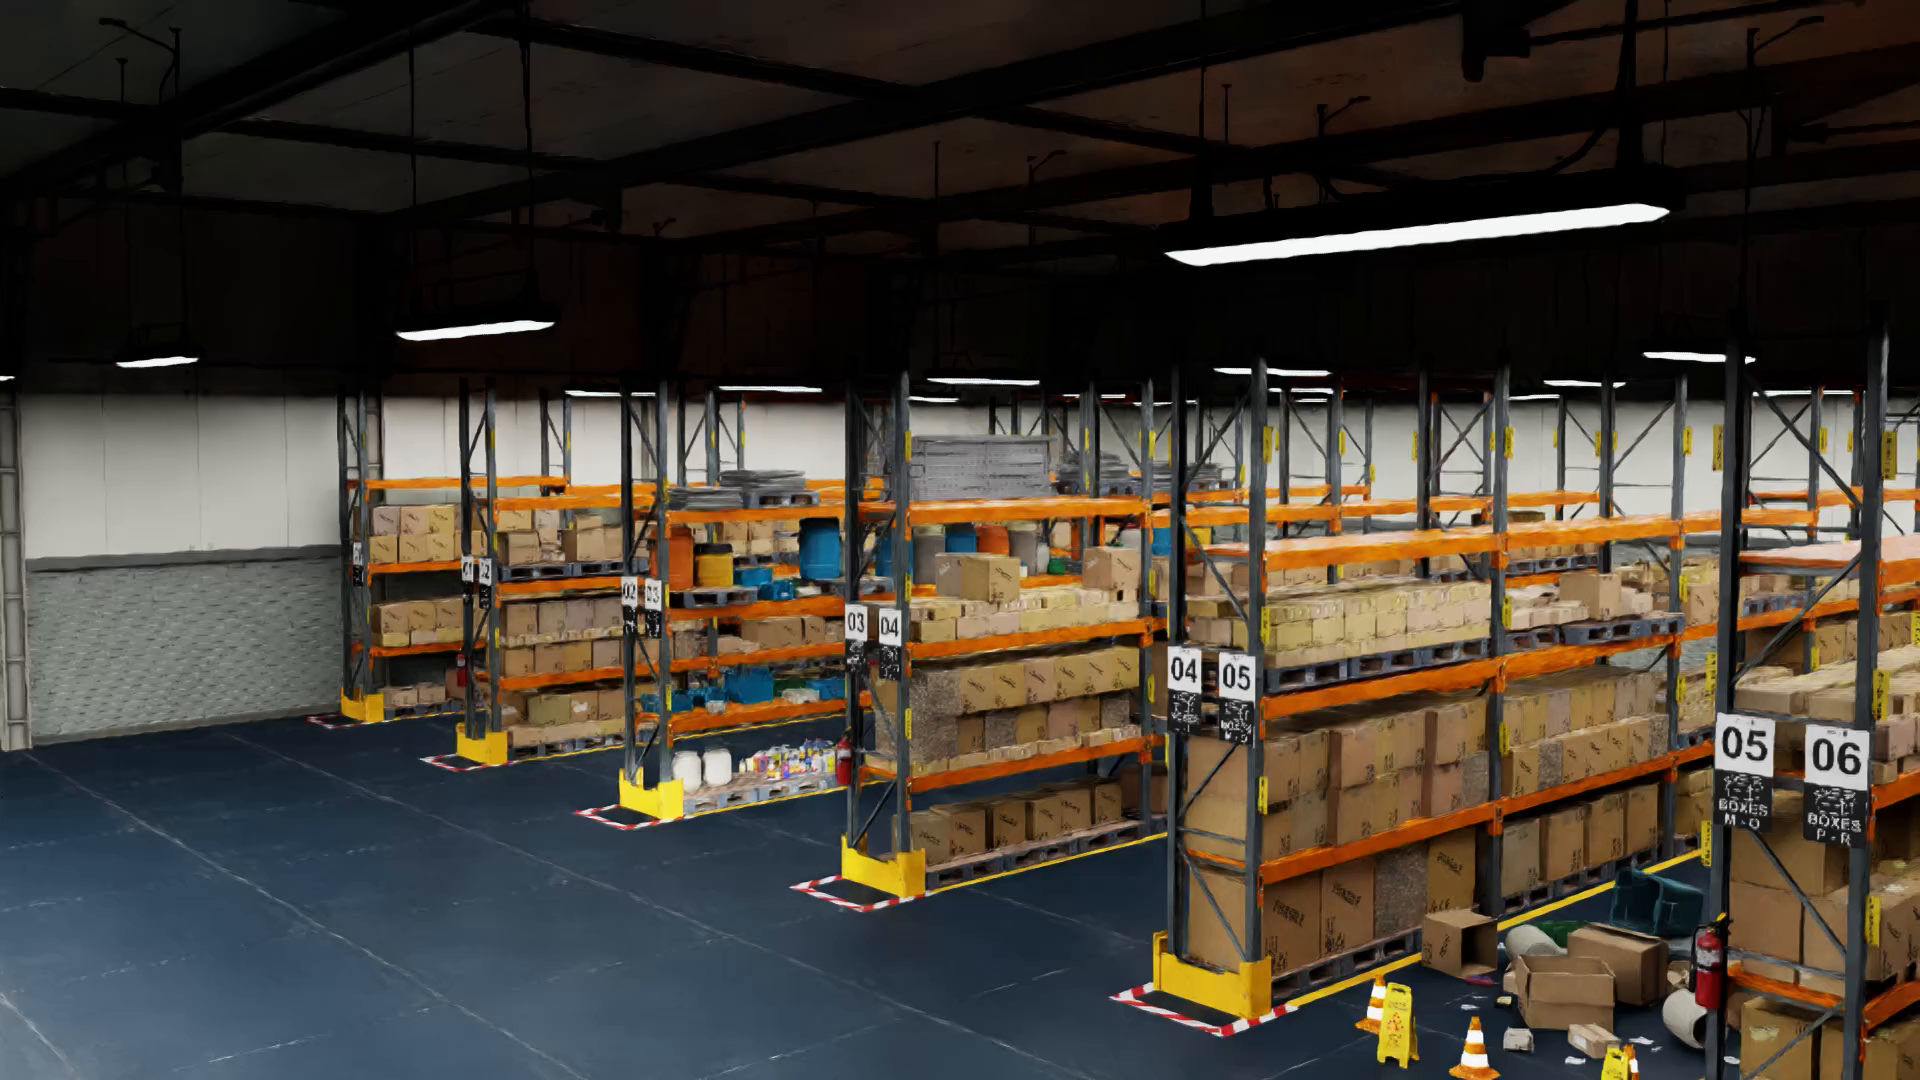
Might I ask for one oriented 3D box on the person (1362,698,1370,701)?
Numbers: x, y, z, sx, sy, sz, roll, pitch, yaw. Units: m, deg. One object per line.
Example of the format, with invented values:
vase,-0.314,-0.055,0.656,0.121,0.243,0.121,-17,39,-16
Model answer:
person,5.321,2.848,21.969,0.580,1.715,1.104,3,5,40
